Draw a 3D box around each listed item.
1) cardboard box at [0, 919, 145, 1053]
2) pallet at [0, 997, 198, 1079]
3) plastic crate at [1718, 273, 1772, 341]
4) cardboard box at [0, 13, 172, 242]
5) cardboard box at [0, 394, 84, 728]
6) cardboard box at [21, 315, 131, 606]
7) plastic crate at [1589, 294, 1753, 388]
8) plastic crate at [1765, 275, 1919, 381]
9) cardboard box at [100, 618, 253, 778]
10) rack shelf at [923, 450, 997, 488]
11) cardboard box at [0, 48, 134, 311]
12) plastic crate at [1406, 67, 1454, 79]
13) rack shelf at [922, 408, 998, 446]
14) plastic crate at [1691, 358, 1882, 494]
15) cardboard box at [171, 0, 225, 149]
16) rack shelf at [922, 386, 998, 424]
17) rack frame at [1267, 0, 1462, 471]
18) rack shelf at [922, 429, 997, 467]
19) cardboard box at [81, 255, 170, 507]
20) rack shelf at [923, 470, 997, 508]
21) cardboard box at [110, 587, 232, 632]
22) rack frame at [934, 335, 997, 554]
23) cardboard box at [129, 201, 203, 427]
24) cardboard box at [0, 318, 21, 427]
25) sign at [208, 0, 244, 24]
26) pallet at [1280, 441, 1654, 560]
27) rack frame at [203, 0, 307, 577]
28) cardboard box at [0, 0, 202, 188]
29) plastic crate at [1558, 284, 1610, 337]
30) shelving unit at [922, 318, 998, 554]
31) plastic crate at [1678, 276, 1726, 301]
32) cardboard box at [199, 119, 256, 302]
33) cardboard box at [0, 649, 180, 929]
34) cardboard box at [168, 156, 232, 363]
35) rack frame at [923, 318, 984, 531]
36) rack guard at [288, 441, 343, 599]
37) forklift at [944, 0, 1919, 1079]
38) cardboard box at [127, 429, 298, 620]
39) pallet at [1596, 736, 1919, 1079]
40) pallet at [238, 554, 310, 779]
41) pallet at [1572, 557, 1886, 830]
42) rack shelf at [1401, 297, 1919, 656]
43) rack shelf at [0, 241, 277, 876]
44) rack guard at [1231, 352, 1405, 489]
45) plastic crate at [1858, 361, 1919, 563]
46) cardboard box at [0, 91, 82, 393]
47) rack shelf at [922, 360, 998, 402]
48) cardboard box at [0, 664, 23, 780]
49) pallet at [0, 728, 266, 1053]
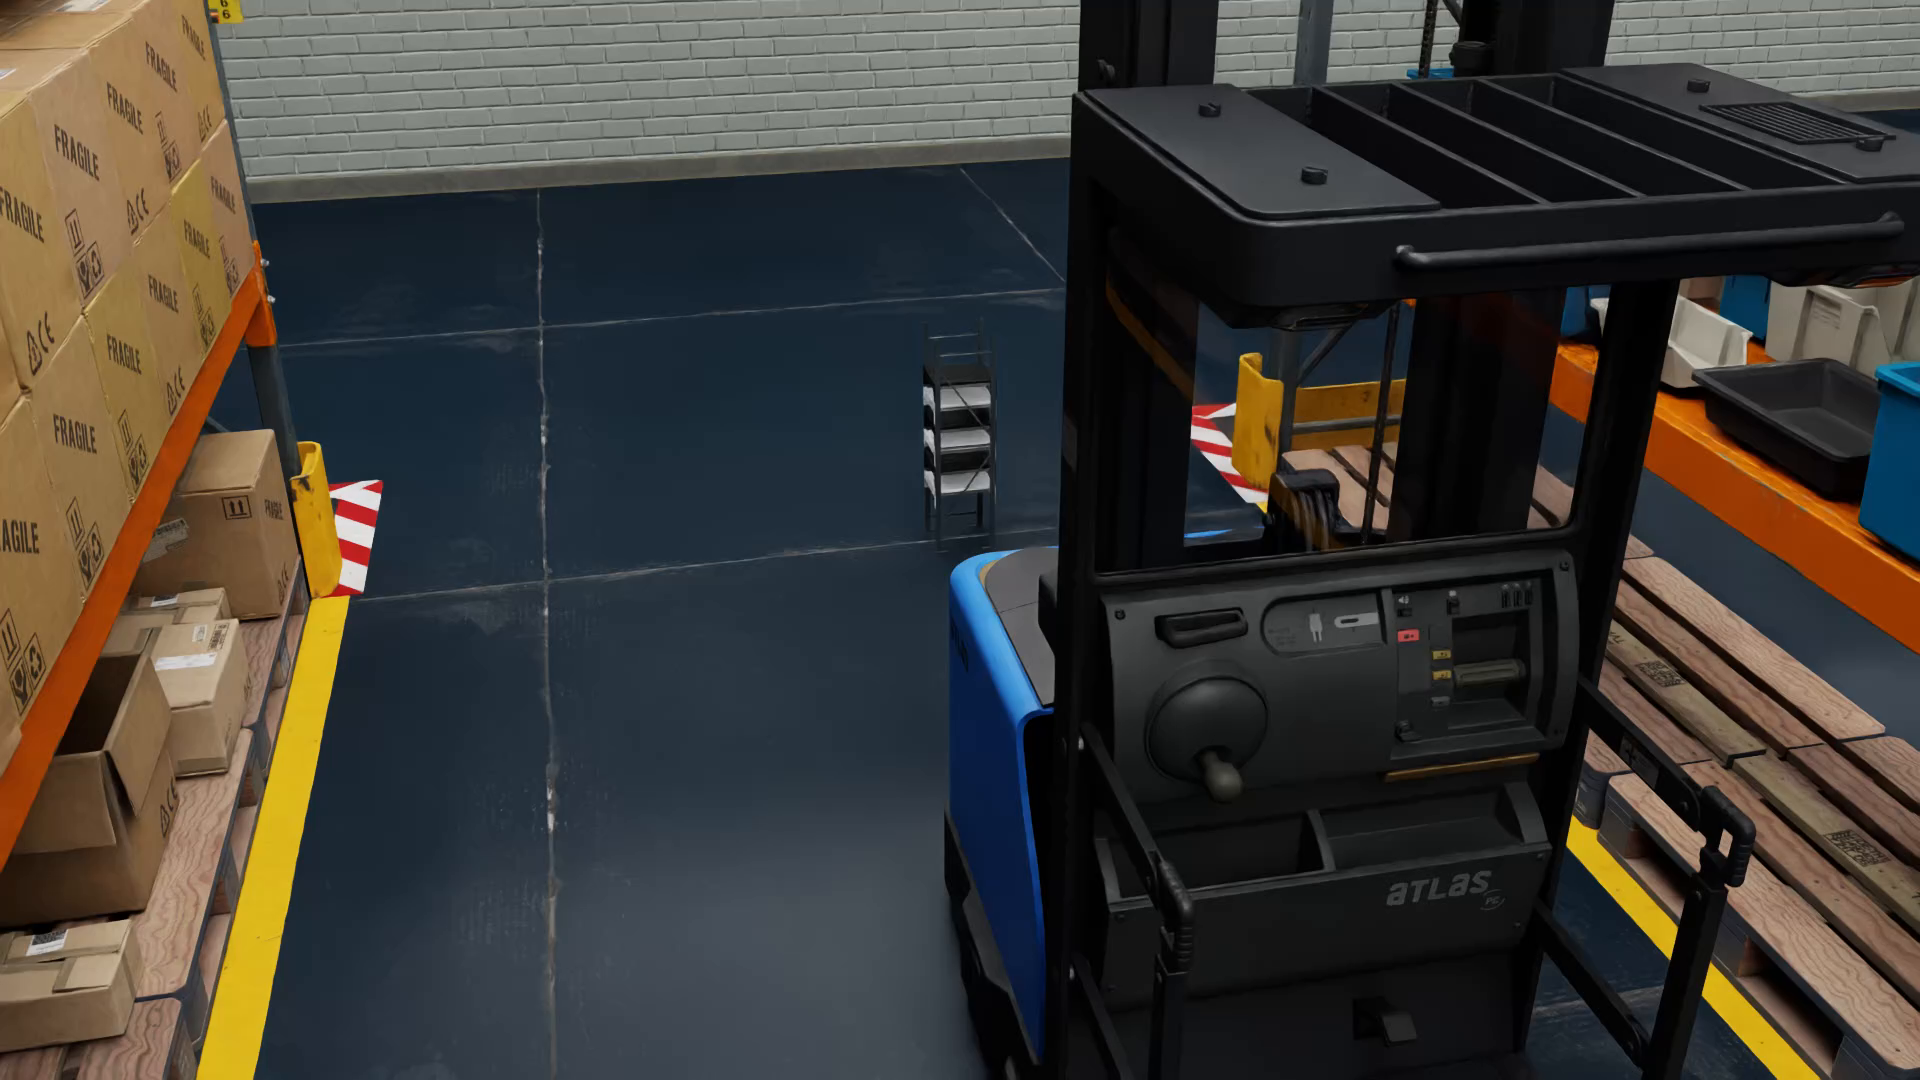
[{"bbox_3d":[-2.190,1.064,3.970,0.380,0.166,0.250,-6,27,-12],"label":"cardboard box"},{"bbox_3d":[-2.256,1.524,3.497,1.003,0.211,1.213,-6,27,-12],"label":"pallet"},{"bbox_3d":[2.536,-0.754,5.033,0.416,0.233,0.300,-6,27,-12],"label":"plastic crate"},{"bbox_3d":[-2.399,-1.050,4.282,0.500,0.500,0.500,-5,27,-10],"label":"cardboard box"},{"bbox_3d":[-2.070,0.060,3.192,0.500,0.500,0.500,-5,27,-11],"label":"cardboard box"},{"bbox_3d":[-2.180,-0.160,3.627,0.500,0.500,0.500,-6,27,-12],"label":"cardboard box"},{"bbox_3d":[2.040,-0.564,4.765,0.293,0.136,0.466,-6,27,-12],"label":"plastic crate"},{"bbox_3d":[2.560,-0.584,4.643,0.437,0.282,0.530,-6,27,-12],"label":"plastic crate"},{"bbox_3d":[-2.456,0.489,5.015,0.500,0.250,0.500,-6,27,-12],"label":"cardboard box"},{"bbox_3d":[-0.002,-0.295,6.610,0.258,0.077,0.200,-6,27,-12],"label":"rack shelf"},{"bbox_3d":[-2.283,-0.825,3.835,0.500,0.500,0.500,-5,27,-10],"label":"cardboard box"},{"bbox_3d":[2.081,-1.592,6.469,0.616,0.435,0.499,-6,27,-12],"label":"plastic crate"},{"bbox_3d":[-0.002,-0.456,6.529,0.258,0.077,0.200,-6,27,-12],"label":"rack shelf"},{"bbox_3d":[2.211,-0.289,4.233,0.437,0.125,0.590,-6,27,-12],"label":"plastic crate"},{"bbox_3d":[-2.635,-1.499,5.171,0.500,0.500,0.500,-6,27,-12],"label":"cardboard box"},{"bbox_3d":[-0.002,-0.536,6.488,0.258,0.077,0.200,-6,27,-12],"label":"rack shelf"},{"bbox_3d":[1.823,-1.677,6.744,1.000,3.000,0.127,-6,27,-12],"label":"rack frame"},{"bbox_3d":[-0.002,-0.376,6.569,0.258,0.077,0.200,-6,27,-12],"label":"rack shelf"},{"bbox_3d":[-2.296,-0.383,4.069,0.500,0.500,0.500,-6,27,-12],"label":"cardboard box"},{"bbox_3d":[-0.002,-0.215,6.650,0.258,0.077,0.200,-6,27,-12],"label":"rack shelf"},{"bbox_3d":[-2.637,0.293,5.496,0.380,0.166,0.250,-6,27,-12],"label":"cardboard box"},{"bbox_3d":[0.021,-0.361,6.466,0.240,0.900,0.006,-6,27,-12],"label":"rack frame"},{"bbox_3d":[-2.410,-0.604,4.508,0.500,0.500,0.500,-6,27,-11],"label":"cardboard box"},{"bbox_3d":[-2.051,-0.373,2.939,0.500,0.500,0.500,-7,28,-13],"label":"cardboard box"},{"bbox_3d":[-2.458,-1.881,5.513,0.100,0.325,0.005,-6,27,-12],"label":"sign"},{"bbox_3d":[1.971,-0.066,6.647,1.003,0.211,1.213,-6,27,-12],"label":"pallet"},{"bbox_3d":[-3.003,-1.176,5.750,1.000,3.000,0.127,-6,27,-12],"label":"rack frame"},{"bbox_3d":[-2.520,-1.278,4.732,0.500,0.500,0.500,-5,27,-10],"label":"cardboard box"},{"bbox_3d":[1.923,-0.778,5.081,0.416,0.233,0.300,-6,27,-12],"label":"plastic crate"},{"bbox_3d":[-0.002,-0.405,6.554,0.258,0.900,0.210,-6,27,-12],"label":"shelving unit"},{"bbox_3d":[2.406,-0.870,5.371,0.298,0.136,0.250,-6,27,-12],"label":"plastic crate"},{"bbox_3d":[-2.637,-1.051,5.393,0.500,0.500,0.500,-5,27,-10],"label":"cardboard box"},{"bbox_3d":[-2.530,0.674,4.368,0.797,0.503,0.637,-6,27,-12],"label":"cardboard box"},{"bbox_3d":[-2.517,-0.824,4.943,0.500,0.500,0.500,-6,27,-11],"label":"cardboard box"},{"bbox_3d":[-0.025,-0.450,6.643,0.240,0.900,0.006,-6,27,-12],"label":"rack frame"},{"bbox_3d":[-2.986,-0.026,6.248,1.175,0.500,0.348,-6,27,-12],"label":"rack guard"},{"bbox_3d":[0.771,0.290,2.922,1.130,2.935,3.031,-6,27,-11],"label":"forklift"},{"bbox_3d":[-2.641,-0.043,5.791,0.500,0.500,0.500,-6,27,-12],"label":"cardboard box"},{"bbox_3d":[2.521,1.005,4.525,1.003,0.211,1.213,-6,27,-12],"label":"pallet"},{"bbox_3d":[-2.806,0.453,5.620,1.003,0.211,1.213,-6,27,-12],"label":"pallet"},{"bbox_3d":[2.243,0.468,5.588,1.003,0.211,1.213,-6,27,-12],"label":"pallet"},{"bbox_3d":[2.274,-0.478,5.166,1.077,0.370,4.000,-6,27,-12],"label":"rack shelf"},{"bbox_3d":[-2.553,0.023,4.173,1.077,0.370,4.000,-6,27,-12],"label":"rack shelf"},{"bbox_3d":[1.805,-0.570,7.325,1.175,0.500,0.348,-6,27,-12],"label":"rack guard"},{"bbox_3d":[2.287,-0.111,3.592,0.392,0.384,0.575,-6,27,-12],"label":"plastic crate"},{"bbox_3d":[-2.166,-0.598,3.386,0.500,0.500,0.500,-7,28,-13],"label":"cardboard box"},{"bbox_3d":[-0.002,-0.617,6.448,0.258,0.077,0.200,-6,27,-12],"label":"rack shelf"},{"bbox_3d":[-1.951,0.284,2.747,0.500,0.500,0.500,-5,27,-10],"label":"cardboard box"},{"bbox_3d":[-2.534,0.987,4.560,1.003,0.211,1.213,-6,27,-12],"label":"pallet"}]
